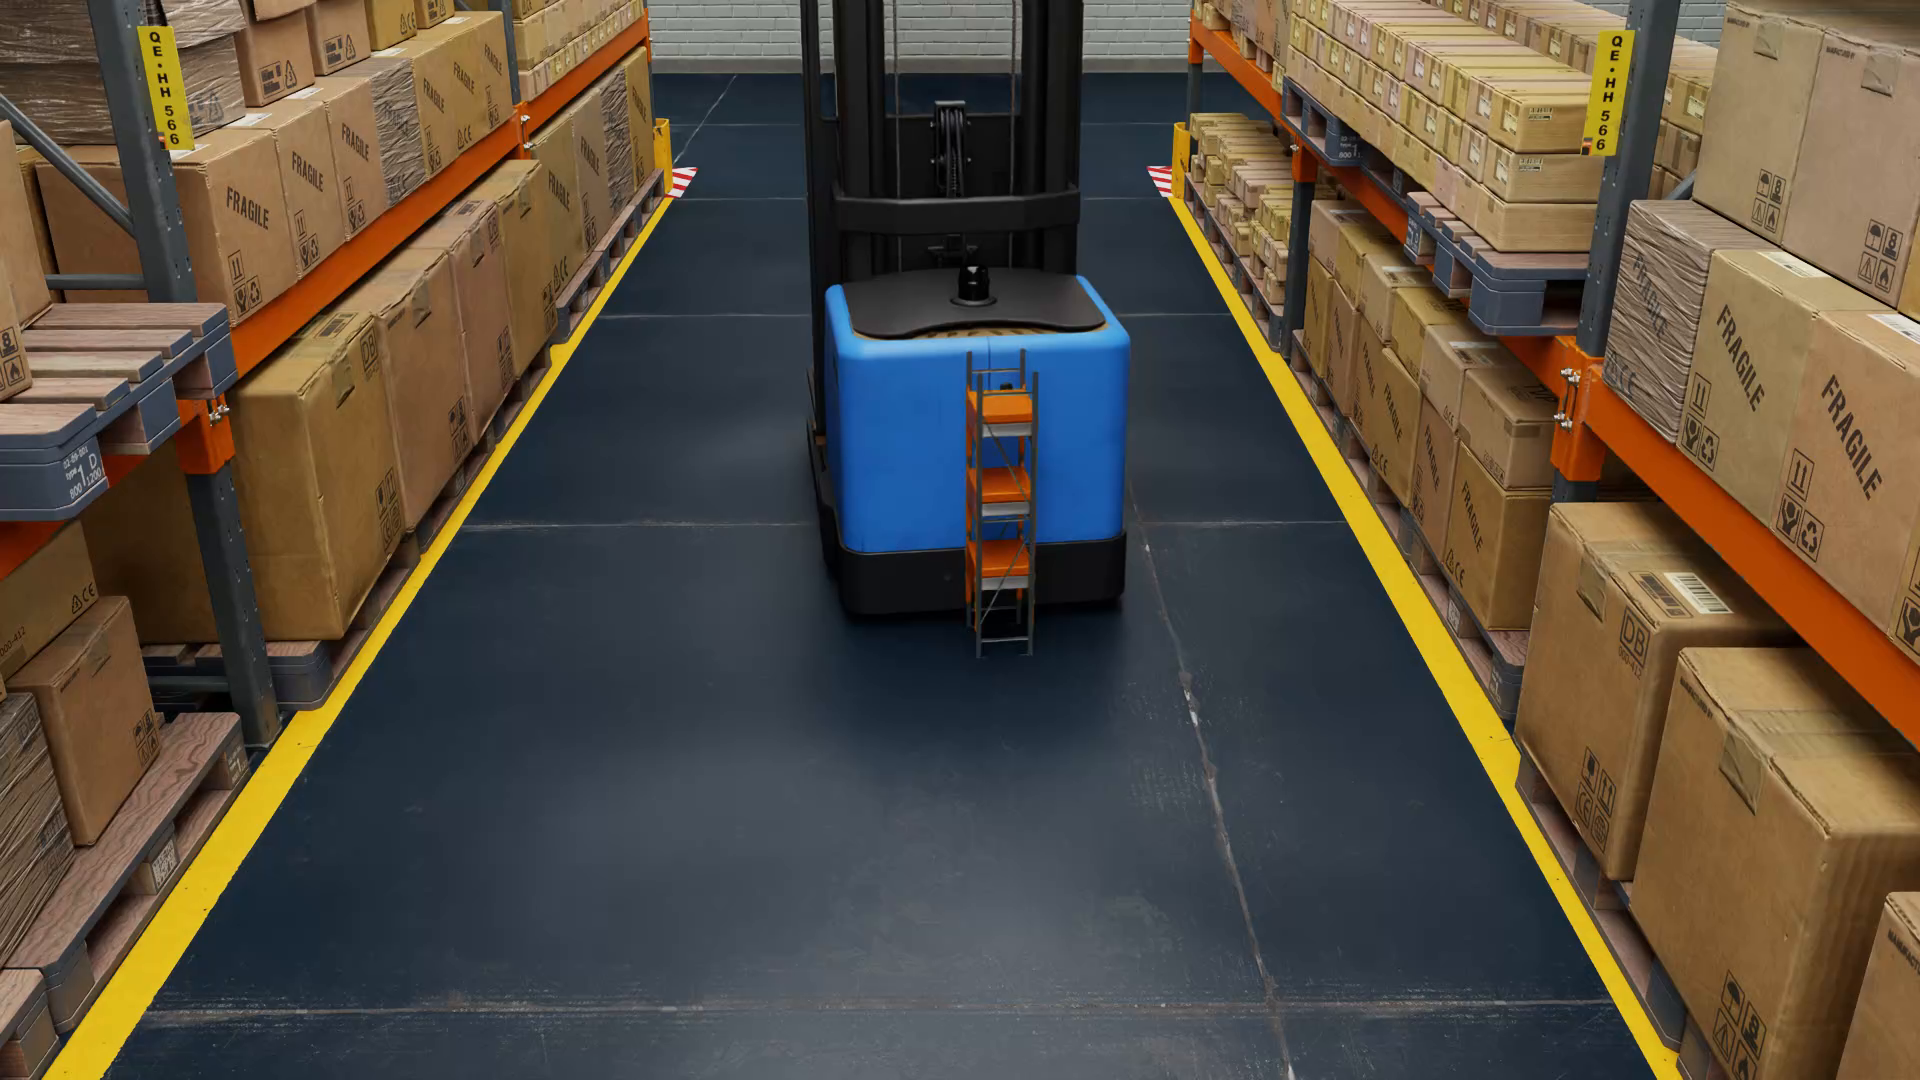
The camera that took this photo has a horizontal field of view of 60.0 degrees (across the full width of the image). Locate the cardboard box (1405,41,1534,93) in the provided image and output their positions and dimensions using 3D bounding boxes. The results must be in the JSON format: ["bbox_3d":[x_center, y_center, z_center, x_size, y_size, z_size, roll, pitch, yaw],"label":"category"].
[{"bbox_3d":[1.799,-1.671,5.878,0.380,0.149,0.250,0,24,-1],"label":"cardboard box"}]

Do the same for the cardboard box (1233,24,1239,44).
[{"bbox_3d":[1.944,-3.214,10.520,0.380,0.149,0.250,-1,24,-2],"label":"cardboard box"}]

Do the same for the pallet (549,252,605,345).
[{"bbox_3d":[-2.665,-1.413,9.618,1.003,0.211,1.213,0,24,-1],"label":"pallet"}]

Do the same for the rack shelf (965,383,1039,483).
[{"bbox_3d":[0.139,-0.363,5.617,0.215,0.259,0.240,-3,25,-7],"label":"rack shelf"}]

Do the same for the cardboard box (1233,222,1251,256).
[{"bbox_3d":[1.869,-1.829,10.105,0.380,0.149,0.250,0,24,-1],"label":"cardboard box"}]

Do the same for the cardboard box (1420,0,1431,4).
[{"bbox_3d":[2.472,-2.737,8.679,0.500,0.500,0.500,-1,24,-2],"label":"cardboard box"}]

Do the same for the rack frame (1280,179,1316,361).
[{"bbox_3d":[2.226,-2.350,8.307,1.000,3.000,0.127,0,24,-1],"label":"rack frame"}]

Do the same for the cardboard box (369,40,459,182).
[{"bbox_3d":[-2.446,-1.805,6.979,0.500,0.500,0.500,-1,24,-1],"label":"cardboard box"}]

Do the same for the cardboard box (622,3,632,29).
[{"bbox_3d":[-2.439,-3.547,11.258,0.380,0.149,0.250,0,24,0],"label":"cardboard box"}]

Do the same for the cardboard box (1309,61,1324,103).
[{"bbox_3d":[1.778,-2.046,7.428,0.380,0.149,0.250,0,24,0],"label":"cardboard box"}]

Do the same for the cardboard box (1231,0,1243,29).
[{"bbox_3d":[1.946,-3.361,10.060,0.500,0.500,0.500,-1,24,-2],"label":"cardboard box"}]

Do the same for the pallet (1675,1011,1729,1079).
[{"bbox_3d":[2.213,1.395,3.409,1.003,0.211,1.213,0,24,-1],"label":"pallet"}]

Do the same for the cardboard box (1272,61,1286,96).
[{"bbox_3d":[1.877,-2.458,8.850,0.380,0.149,0.250,-1,24,-2],"label":"cardboard box"}]

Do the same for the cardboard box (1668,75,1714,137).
[{"bbox_3d":[2.452,-1.352,5.173,0.380,0.149,0.250,-1,24,-2],"label":"cardboard box"}]

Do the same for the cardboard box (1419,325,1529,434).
[{"bbox_3d":[1.983,-0.585,6.017,0.500,0.250,0.500,0,24,0],"label":"cardboard box"}]

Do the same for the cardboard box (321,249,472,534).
[{"bbox_3d":[-2.680,-0.597,6.498,1.225,0.875,0.875,0,24,0],"label":"cardboard box"}]

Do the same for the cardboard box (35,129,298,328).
[{"bbox_3d":[-2.425,-0.969,5.130,0.500,0.500,0.500,0,24,1],"label":"cardboard box"}]

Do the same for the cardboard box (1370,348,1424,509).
[{"bbox_3d":[1.977,-0.456,6.643,0.500,0.500,0.500,-1,24,-3],"label":"cardboard box"}]

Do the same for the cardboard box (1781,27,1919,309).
[{"bbox_3d":[2.271,-0.810,3.566,0.700,0.500,0.500,-1,24,-1],"label":"cardboard box"}]

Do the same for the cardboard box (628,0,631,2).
[{"bbox_3d":[-2.508,-3.887,11.525,0.500,0.250,0.500,-1,24,-1],"label":"cardboard box"}]

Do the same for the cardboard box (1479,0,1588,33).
[{"bbox_3d":[2.433,-2.209,7.066,0.380,0.149,0.250,0,24,-1],"label":"cardboard box"}]

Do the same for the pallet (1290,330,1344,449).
[{"bbox_3d":[2.236,-0.759,8.172,1.003,0.211,1.213,0,24,-1],"label":"pallet"}]

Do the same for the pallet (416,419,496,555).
[{"bbox_3d":[-2.635,-0.278,7.108,1.003,0.211,1.213,0,24,-1],"label":"pallet"}]

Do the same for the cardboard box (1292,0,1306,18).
[{"bbox_3d":[1.770,-2.534,7.786,0.380,0.149,0.250,1,24,2],"label":"cardboard box"}]

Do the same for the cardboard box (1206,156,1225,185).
[{"bbox_3d":[1.863,-2.490,11.204,0.380,0.149,0.250,0,24,1],"label":"cardboard box"}]

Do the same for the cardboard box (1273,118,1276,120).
[{"bbox_3d":[2.441,-2.945,11.850,0.380,0.149,0.250,0,24,0],"label":"cardboard box"}]

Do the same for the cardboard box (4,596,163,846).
[{"bbox_3d":[-2.664,0.493,4.520,0.700,0.500,0.500,-2,24,-3],"label":"cardboard box"}]

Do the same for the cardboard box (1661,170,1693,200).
[{"bbox_3d":[2.463,-1.075,5.282,0.380,0.149,0.250,1,24,2],"label":"cardboard box"}]

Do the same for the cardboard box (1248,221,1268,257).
[{"bbox_3d":[1.868,-1.729,9.521,0.380,0.149,0.250,-1,24,-2],"label":"cardboard box"}]

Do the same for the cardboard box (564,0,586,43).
[{"bbox_3d":[-2.490,-3.050,9.675,0.500,0.250,0.500,0,24,1],"label":"cardboard box"}]

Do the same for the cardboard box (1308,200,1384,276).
[{"bbox_3d":[1.970,-1.439,7.905,0.500,0.250,0.500,-1,24,-3],"label":"cardboard box"}]

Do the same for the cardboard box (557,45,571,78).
[{"bbox_3d":[-2.417,-2.704,9.393,0.380,0.149,0.250,-1,24,-2],"label":"cardboard box"}]

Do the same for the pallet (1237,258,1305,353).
[{"bbox_3d":[2.183,-1.357,9.493,1.003,0.211,1.213,0,24,-1],"label":"pallet"}]

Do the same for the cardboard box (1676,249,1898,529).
[{"bbox_3d":[2.013,-0.352,3.767,0.500,0.500,0.500,0,24,-1],"label":"cardboard box"}]

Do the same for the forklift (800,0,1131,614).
[{"bbox_3d":[-0.102,-1.643,6.827,1.130,2.935,3.031,-3,25,-7],"label":"forklift"}]

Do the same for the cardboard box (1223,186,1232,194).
[{"bbox_3d":[1.953,-2.253,11.042,0.380,0.149,0.250,0,24,0],"label":"cardboard box"}]

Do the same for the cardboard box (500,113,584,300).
[{"bbox_3d":[-2.662,-1.865,9.303,0.875,0.875,0.875,0,24,-1],"label":"cardboard box"}]

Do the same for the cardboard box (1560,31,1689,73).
[{"bbox_3d":[2.442,-1.783,6.126,0.380,0.149,0.250,0,24,1],"label":"cardboard box"}]

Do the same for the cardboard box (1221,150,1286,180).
[{"bbox_3d":[1.882,-2.403,10.650,0.380,0.149,0.250,0,24,0],"label":"cardboard box"}]

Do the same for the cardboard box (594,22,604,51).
[{"bbox_3d":[-2.429,-3.128,10.332,0.380,0.149,0.250,0,24,0],"label":"cardboard box"}]

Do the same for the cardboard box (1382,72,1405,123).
[{"bbox_3d":[1.792,-1.648,6.187,0.380,0.149,0.250,0,24,1],"label":"cardboard box"}]

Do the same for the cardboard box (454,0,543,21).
[{"bbox_3d":[-2.485,-2.977,8.604,0.500,0.500,0.500,0,24,-1],"label":"cardboard box"}]

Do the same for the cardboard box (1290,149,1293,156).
[{"bbox_3d":[2.481,-2.596,11.440,0.380,0.149,0.250,-1,24,-3],"label":"cardboard box"}]

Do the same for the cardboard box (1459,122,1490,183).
[{"bbox_3d":[1.804,-1.226,5.255,0.380,0.149,0.250,1,24,1],"label":"cardboard box"}]

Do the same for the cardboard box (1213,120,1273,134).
[{"bbox_3d":[1.971,-2.832,11.599,0.380,0.149,0.250,0,24,0],"label":"cardboard box"}]

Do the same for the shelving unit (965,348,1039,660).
[{"bbox_3d":[0.139,-0.114,5.729,0.215,1.050,0.252,-3,25,-7],"label":"shelving unit"}]

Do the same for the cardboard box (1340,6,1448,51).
[{"bbox_3d":[1.783,-2.105,6.838,0.380,0.149,0.250,0,24,-1],"label":"cardboard box"}]

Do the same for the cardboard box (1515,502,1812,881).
[{"bbox_3d":[2.186,0.383,4.484,1.050,0.750,0.750,-1,24,-1],"label":"cardboard box"}]

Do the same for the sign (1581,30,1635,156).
[{"bbox_3d":[1.727,-1.187,4.426,0.100,0.325,0.005,0,24,-1],"label":"sign"}]

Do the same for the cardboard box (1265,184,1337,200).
[{"bbox_3d":[1.984,-1.974,9.703,0.380,0.149,0.250,1,24,1],"label":"cardboard box"}]

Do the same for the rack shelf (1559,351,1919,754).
[{"bbox_3d":[2.291,0.450,2.989,1.077,0.370,4.000,0,24,-1],"label":"rack shelf"}]

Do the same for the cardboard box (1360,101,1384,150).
[{"bbox_3d":[1.789,-1.621,6.490,0.380,0.149,0.250,-1,24,-3],"label":"cardboard box"}]

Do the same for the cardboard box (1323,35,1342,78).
[{"bbox_3d":[1.781,-2.078,7.139,0.380,0.149,0.250,-1,24,-3],"label":"cardboard box"}]

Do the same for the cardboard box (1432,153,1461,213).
[{"bbox_3d":[1.800,-1.189,5.533,0.380,0.149,0.250,0,24,0],"label":"cardboard box"}]

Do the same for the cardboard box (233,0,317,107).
[{"bbox_3d":[-2.688,-1.794,5.738,0.797,0.503,0.637,0,24,1],"label":"cardboard box"}]

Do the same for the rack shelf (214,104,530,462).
[{"bbox_3d":[-2.713,-1.218,6.676,1.077,0.370,4.000,0,24,-1],"label":"rack shelf"}]

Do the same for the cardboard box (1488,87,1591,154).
[{"bbox_3d":[1.806,-1.250,4.947,0.380,0.149,0.250,-1,24,-3],"label":"cardboard box"}]
